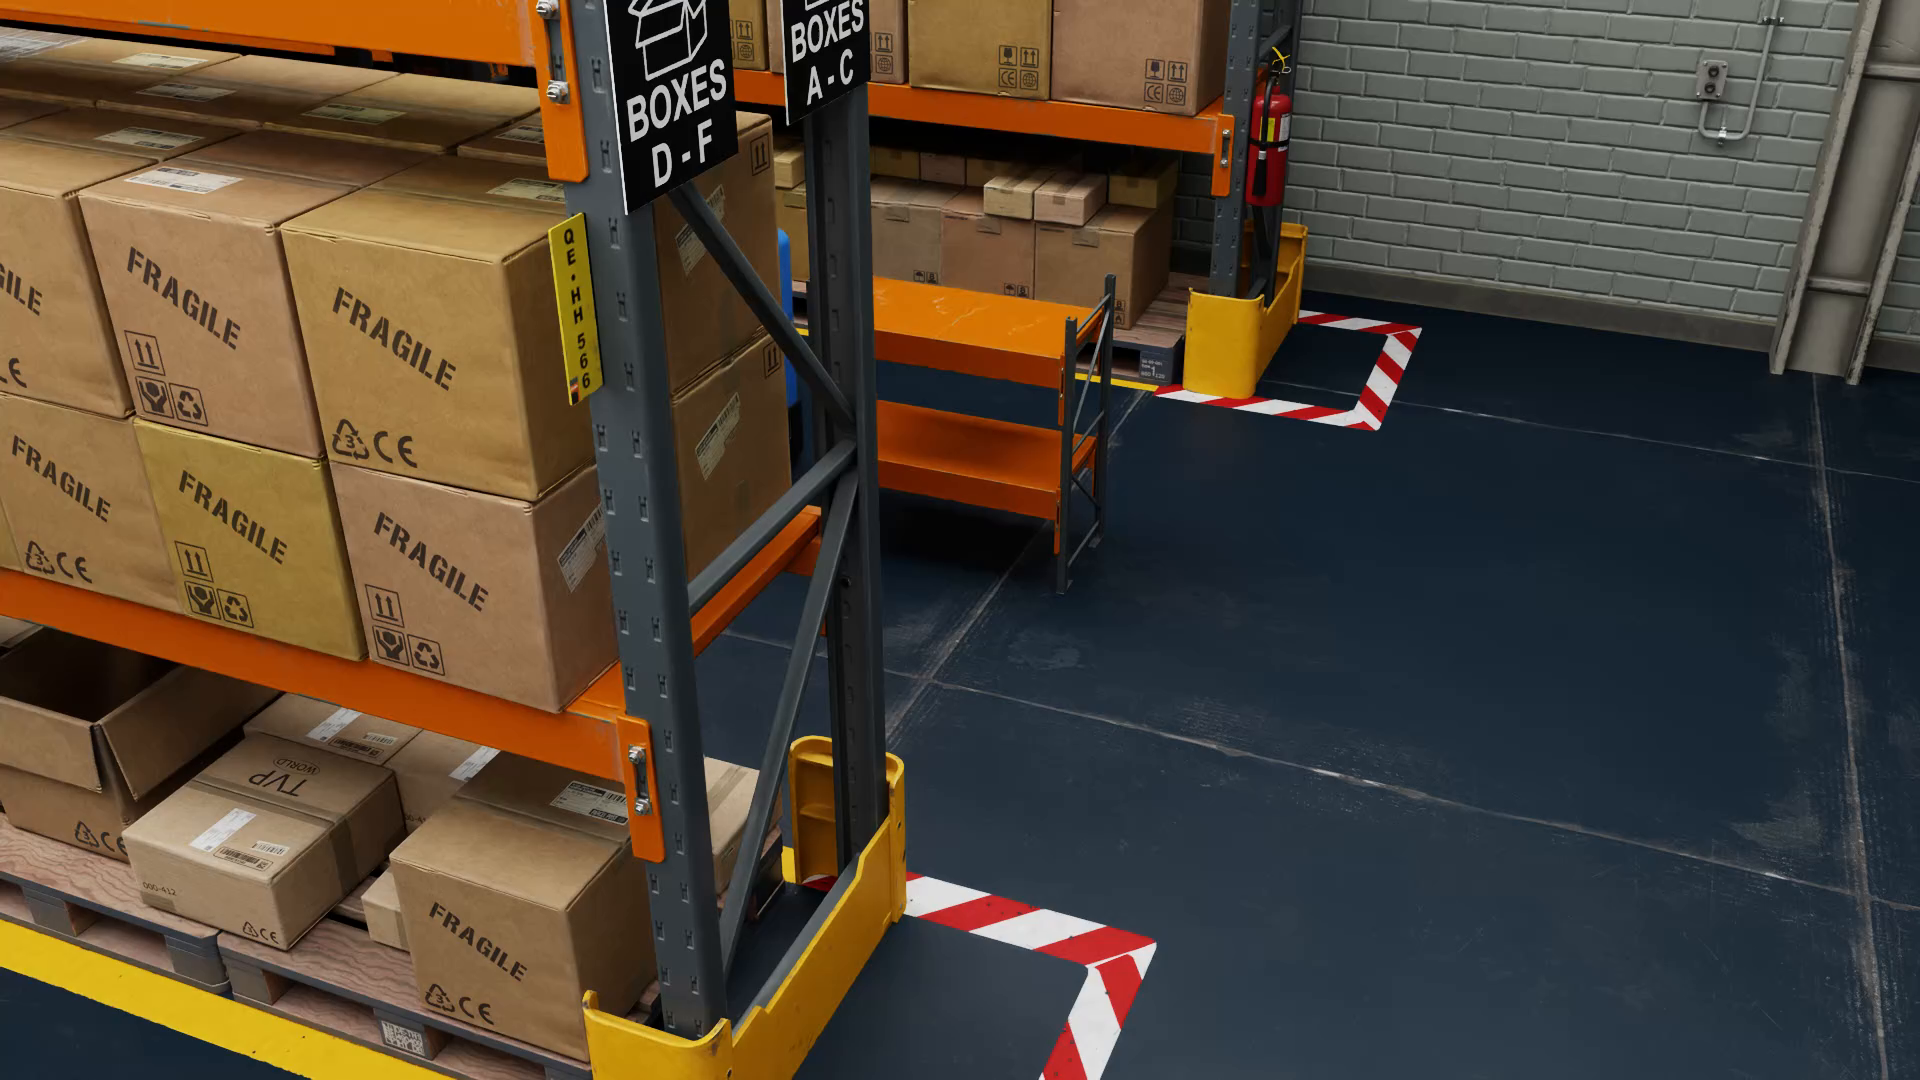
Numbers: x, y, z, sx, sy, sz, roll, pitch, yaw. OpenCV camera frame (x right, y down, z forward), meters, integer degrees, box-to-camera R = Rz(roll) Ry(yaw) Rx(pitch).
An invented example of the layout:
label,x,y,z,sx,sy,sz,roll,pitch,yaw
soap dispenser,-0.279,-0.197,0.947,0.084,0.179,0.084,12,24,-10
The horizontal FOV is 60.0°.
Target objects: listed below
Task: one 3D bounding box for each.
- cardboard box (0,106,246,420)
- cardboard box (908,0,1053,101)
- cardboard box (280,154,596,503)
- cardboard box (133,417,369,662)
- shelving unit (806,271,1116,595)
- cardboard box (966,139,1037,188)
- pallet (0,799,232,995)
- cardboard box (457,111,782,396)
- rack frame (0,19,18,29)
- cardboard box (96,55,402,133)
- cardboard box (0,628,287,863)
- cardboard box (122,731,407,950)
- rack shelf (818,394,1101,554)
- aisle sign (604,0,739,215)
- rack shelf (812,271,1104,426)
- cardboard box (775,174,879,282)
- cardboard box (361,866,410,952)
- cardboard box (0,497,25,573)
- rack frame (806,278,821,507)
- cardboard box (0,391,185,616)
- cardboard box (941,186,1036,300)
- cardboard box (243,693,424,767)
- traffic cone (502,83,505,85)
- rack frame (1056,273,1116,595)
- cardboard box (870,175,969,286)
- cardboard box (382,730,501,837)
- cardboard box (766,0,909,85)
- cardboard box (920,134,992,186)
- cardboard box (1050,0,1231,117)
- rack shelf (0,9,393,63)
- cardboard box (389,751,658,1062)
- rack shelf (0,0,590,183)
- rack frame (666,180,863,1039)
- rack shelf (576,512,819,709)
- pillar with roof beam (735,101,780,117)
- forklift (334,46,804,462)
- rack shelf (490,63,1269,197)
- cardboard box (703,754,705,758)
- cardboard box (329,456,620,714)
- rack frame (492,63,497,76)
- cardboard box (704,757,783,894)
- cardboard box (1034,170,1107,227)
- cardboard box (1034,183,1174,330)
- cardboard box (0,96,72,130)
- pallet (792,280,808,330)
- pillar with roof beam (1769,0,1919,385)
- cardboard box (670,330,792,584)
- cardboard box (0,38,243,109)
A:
label,x,y,z,sx,sy,sz,roll,pitch,yaw
cardboard box,-1.911,-0.632,3.702,0.500,0.500,0.500,12,32,20
cardboard box,0.260,-2.619,8.030,0.700,0.700,0.980,11,31,19
cardboard box,-0.960,-0.445,3.372,0.500,0.500,0.500,11,31,19
cardboard box,-1.444,-0.106,3.788,0.500,0.500,0.500,12,31,20
shelving unit,0.006,-0.488,6.471,1.048,1.125,0.538,11,31,19
cardboard box,0.218,-1.938,8.584,0.250,0.149,0.380,12,31,20
pallet,-2.381,0.817,5.090,1.213,0.211,1.003,11,31,19
cardboard box,-0.757,-0.691,3.806,0.500,0.500,0.500,12,32,21
rack frame,-6.000,-3.747,10.331,0.053,2.616,0.949,11,31,19
cardboard box,-1.706,-0.879,4.138,0.500,0.500,0.500,12,32,20
cardboard box,-2.408,0.491,4.923,0.637,0.503,0.797,11,31,19
cardboard box,-1.910,0.818,4.601,0.500,0.250,0.500,11,31,19
rack shelf,0.006,-0.276,6.591,1.000,0.278,0.538,11,31,19
aisle sign,-0.496,-0.989,2.809,0.004,0.787,0.394,11,31,19
rack shelf,0.006,-0.743,6.327,1.000,0.278,0.538,11,31,19
cardboard box,-0.699,-1.728,8.872,0.500,0.500,0.700,12,32,20
cardboard box,-1.382,0.928,4.492,0.250,0.166,0.380,11,31,19
cardboard box,-2.371,-0.294,4.120,0.500,0.500,0.500,11,31,18
rack frame,-0.465,-0.582,6.637,0.032,1.125,0.500,11,31,19
cardboard box,-1.904,-0.201,3.955,0.500,0.500,0.500,12,31,20
cardboard box,0.265,-1.540,8.540,0.500,0.500,0.700,11,31,19
cardboard box,-1.768,0.581,5.021,0.500,0.250,0.500,11,31,19
traffic cone,-1.811,-1.275,6.804,0.307,1.202,0.062,11,31,19
rack frame,0.477,-0.394,6.305,0.032,1.125,0.500,11,31,19
cardboard box,-0.202,-1.633,8.704,0.500,0.500,0.700,10,31,17
cardboard box,-1.305,0.674,4.857,0.500,0.250,0.500,11,31,19
cardboard box,-0.443,-2.764,8.287,0.700,0.700,0.980,10,31,17
cardboard box,-0.018,-1.984,8.667,0.250,0.149,0.380,12,32,20
cardboard box,0.938,-2.489,7.801,0.700,0.700,0.980,13,32,21
rack shelf,-4.145,-3.066,9.856,4.000,0.370,1.077,11,31,19
cardboard box,-1.041,0.899,4.204,0.500,0.500,0.500,11,31,19
rack shelf,-2.298,-1.372,3.812,4.000,0.370,1.077,11,31,19
rack frame,-0.443,-0.011,3.721,0.053,2.616,0.949,11,31,19
rack shelf,-2.298,-0.151,4.502,3.809,0.124,0.919,11,31,19
pillar with roof beam,-2.937,-3.923,4.545,0.400,9.000,9.100,11,31,19
forklift,-2.259,-1.673,6.731,3.031,2.935,1.130,11,31,18
rack shelf,-0.439,-2.326,8.547,4.000,0.370,1.077,11,31,19
cardboard box,-0.935,0.752,4.803,0.250,0.166,0.380,11,31,19
cardboard box,-0.962,-0.012,3.621,0.500,0.500,0.500,12,32,21
rack frame,-2.292,-3.009,9.025,0.127,3.000,1.000,11,31,19
cardboard box,-0.703,0.806,4.726,0.250,0.149,0.380,11,31,19
cardboard box,0.541,-1.670,8.111,0.250,0.149,0.380,11,31,19
cardboard box,0.728,-1.447,8.376,0.500,0.500,0.700,11,31,19
cardboard box,-2.387,-0.727,3.870,0.500,0.500,0.500,12,32,21
pallet,-0.482,-1.394,9.001,1.213,0.211,1.003,11,31,19
pillar with roof beam,2.623,-2.812,2.581,0.400,9.000,9.100,11,31,19
cardboard box,-0.757,-0.255,4.052,0.500,0.500,0.500,12,32,20
cardboard box,-2.177,-0.972,4.304,0.500,0.500,0.500,11,31,19
